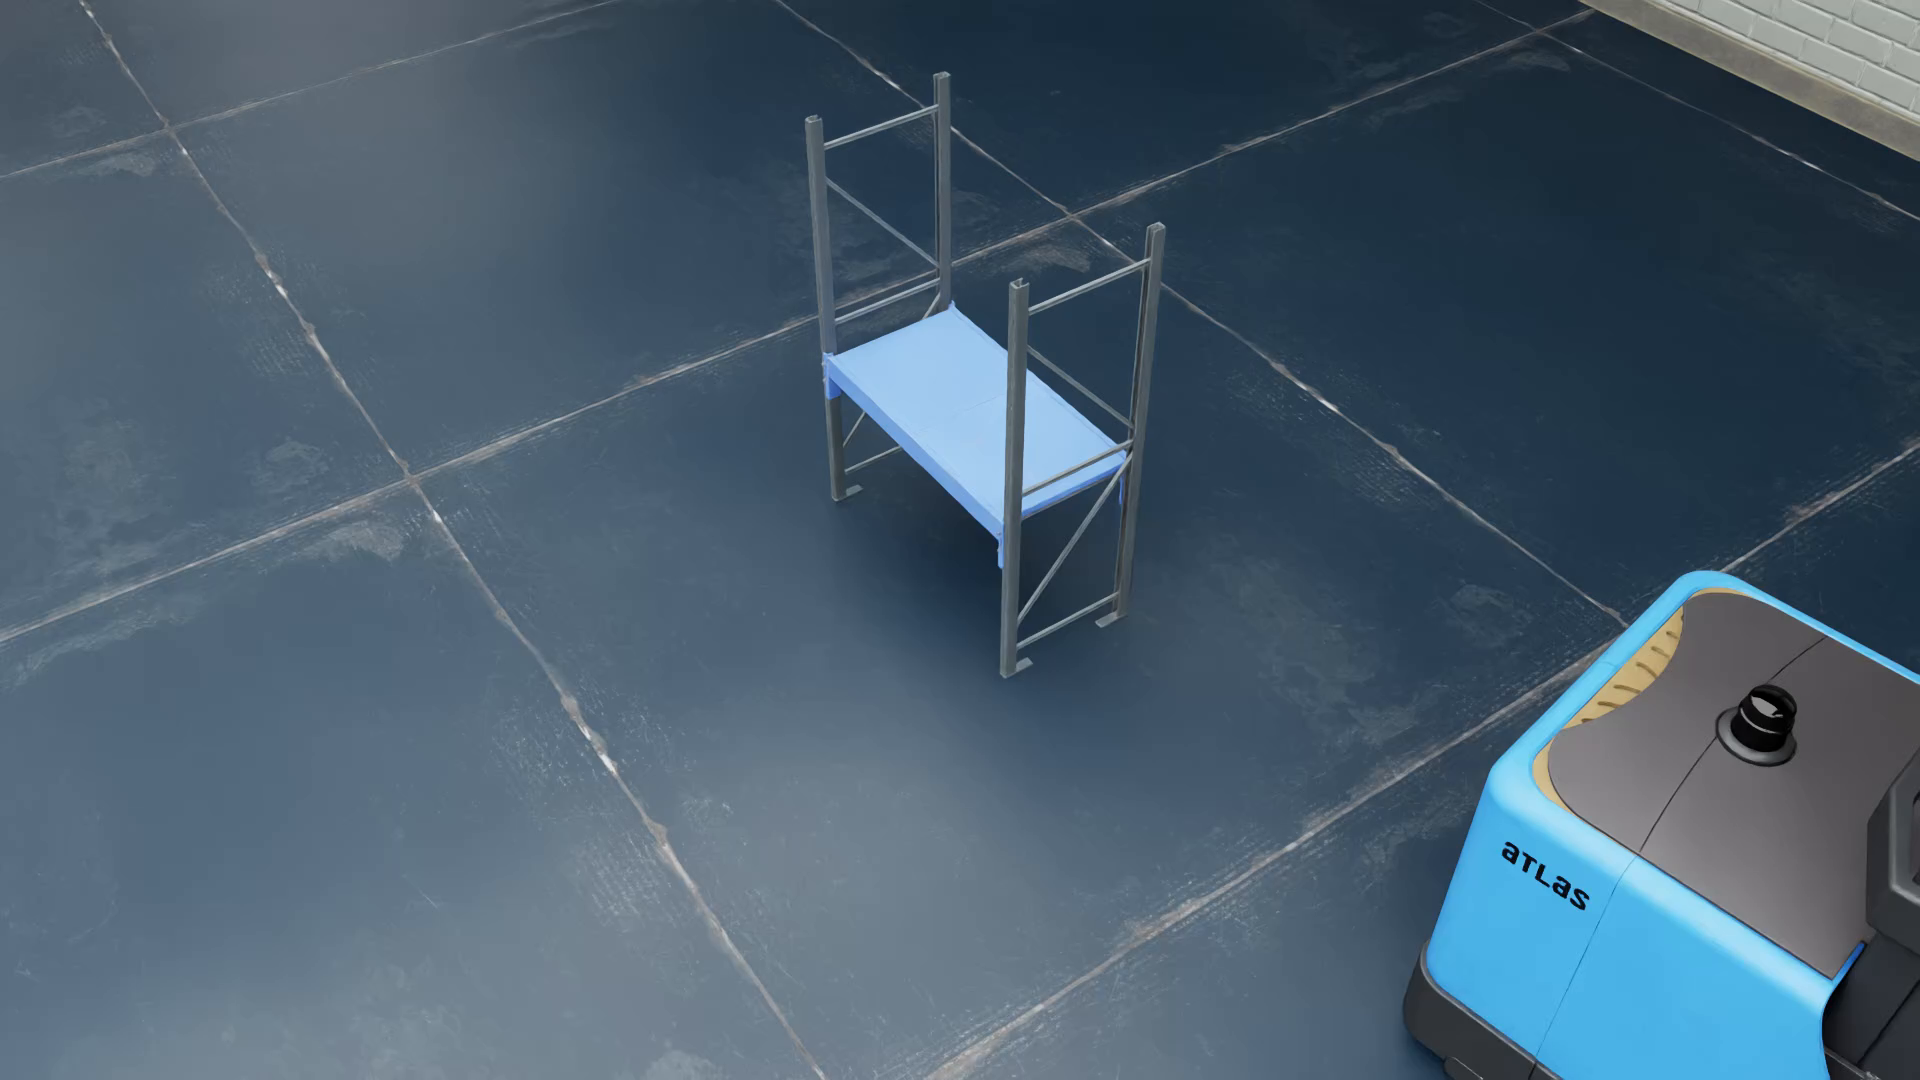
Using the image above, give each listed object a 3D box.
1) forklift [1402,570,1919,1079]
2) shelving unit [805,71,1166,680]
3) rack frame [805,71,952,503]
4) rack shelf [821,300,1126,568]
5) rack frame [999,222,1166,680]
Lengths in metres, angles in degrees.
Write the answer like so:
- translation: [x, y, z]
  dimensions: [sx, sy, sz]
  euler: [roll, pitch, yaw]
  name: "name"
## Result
- translation: [2.549, 0.725, 2.868]
  dimensions: [1.130, 2.935, 3.031]
  euler: [-34, 53, -31]
  name: "forklift"
- translation: [0.049, -0.494, 5.182]
  dimensions: [0.538, 1.500, 1.048]
  euler: [-26, 49, -24]
  name: "shelving unit"
- translation: [-0.242, -0.782, 5.483]
  dimensions: [0.500, 1.500, 0.032]
  euler: [-26, 49, -24]
  name: "rack frame"
- translation: [0.049, -0.364, 5.306]
  dimensions: [0.538, 0.185, 1.000]
  euler: [-26, 49, -24]
  name: "rack shelf"
- translation: [0.340, -0.206, 4.880]
  dimensions: [0.500, 1.500, 0.032]
  euler: [-26, 49, -24]
  name: "rack frame"
